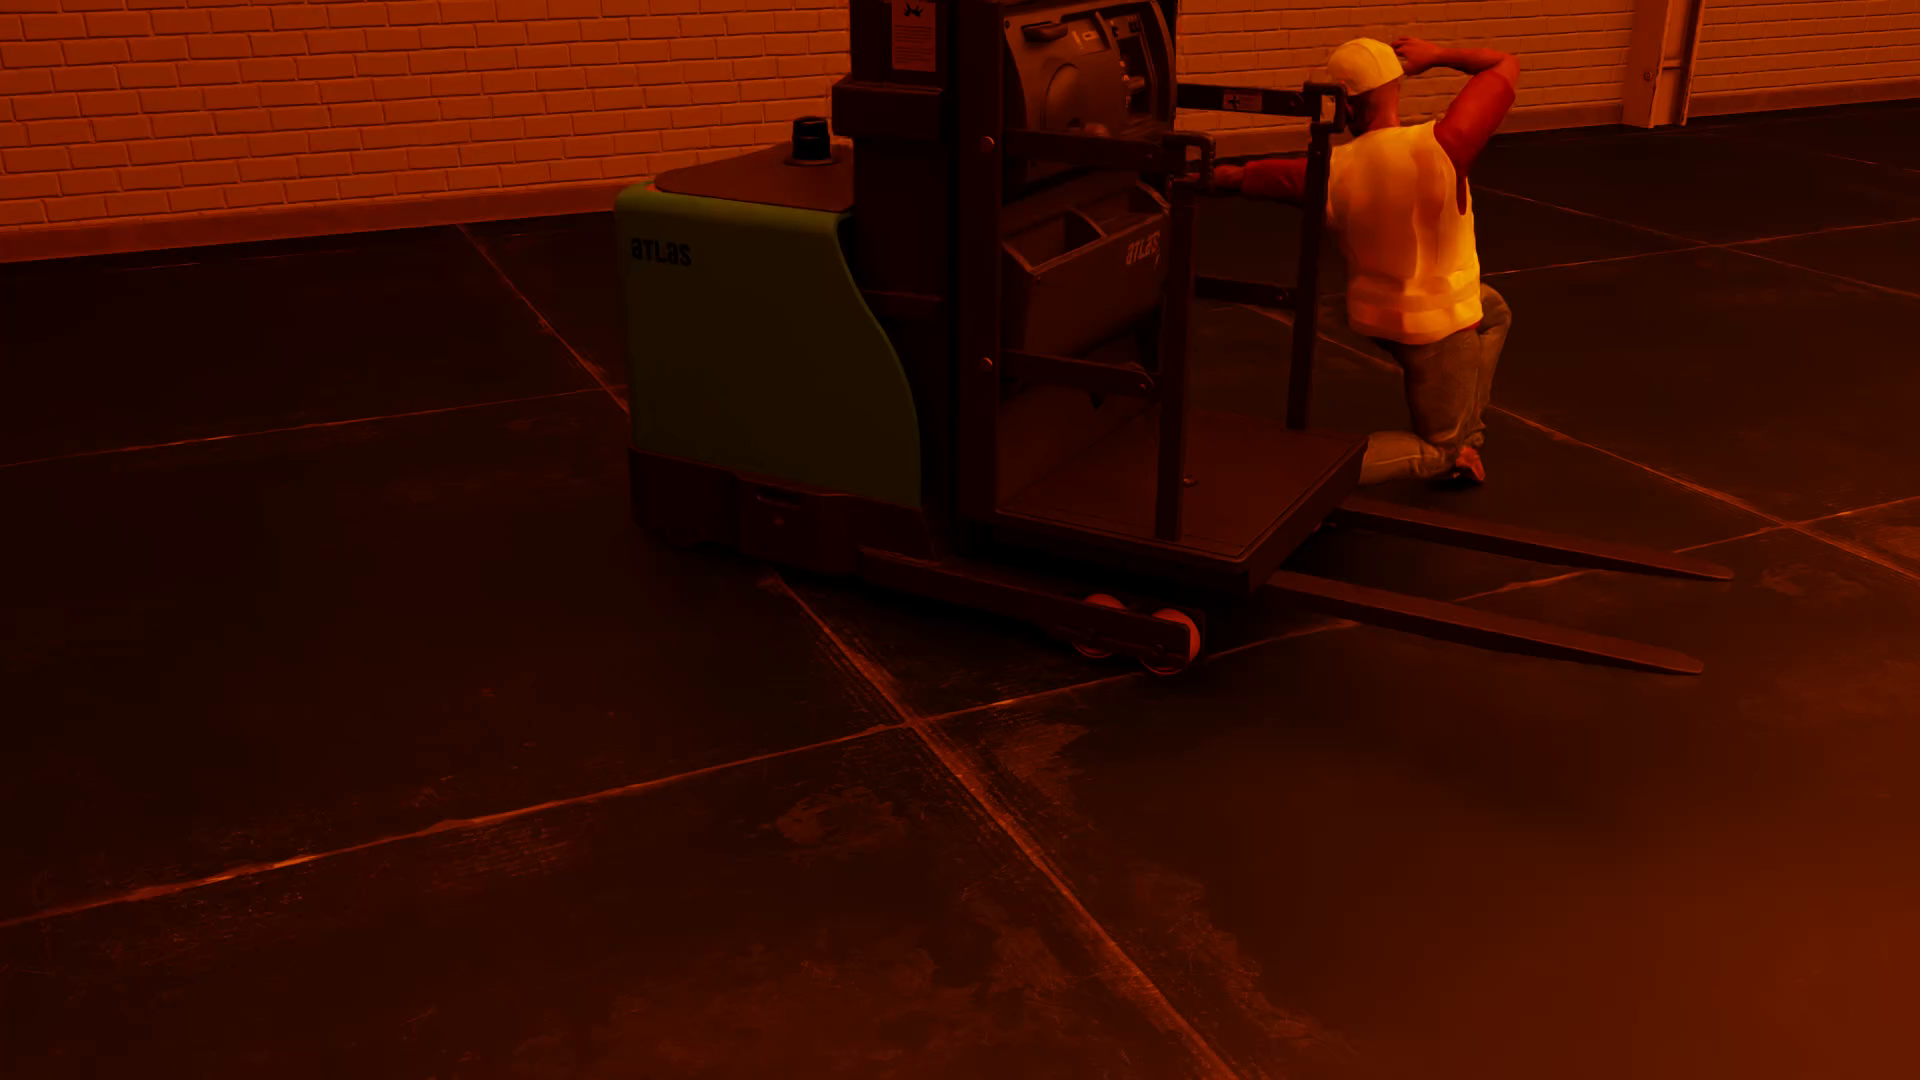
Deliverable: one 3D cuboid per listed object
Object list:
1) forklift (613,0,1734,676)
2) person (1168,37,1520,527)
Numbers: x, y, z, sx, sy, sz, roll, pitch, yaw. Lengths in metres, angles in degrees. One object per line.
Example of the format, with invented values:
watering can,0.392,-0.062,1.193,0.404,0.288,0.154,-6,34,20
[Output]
forklift,0.533,-1.239,4.269,3.031,2.935,1.130,12,25,27
person,1.257,-0.869,5.299,0.915,1.472,1.059,-13,26,-28
